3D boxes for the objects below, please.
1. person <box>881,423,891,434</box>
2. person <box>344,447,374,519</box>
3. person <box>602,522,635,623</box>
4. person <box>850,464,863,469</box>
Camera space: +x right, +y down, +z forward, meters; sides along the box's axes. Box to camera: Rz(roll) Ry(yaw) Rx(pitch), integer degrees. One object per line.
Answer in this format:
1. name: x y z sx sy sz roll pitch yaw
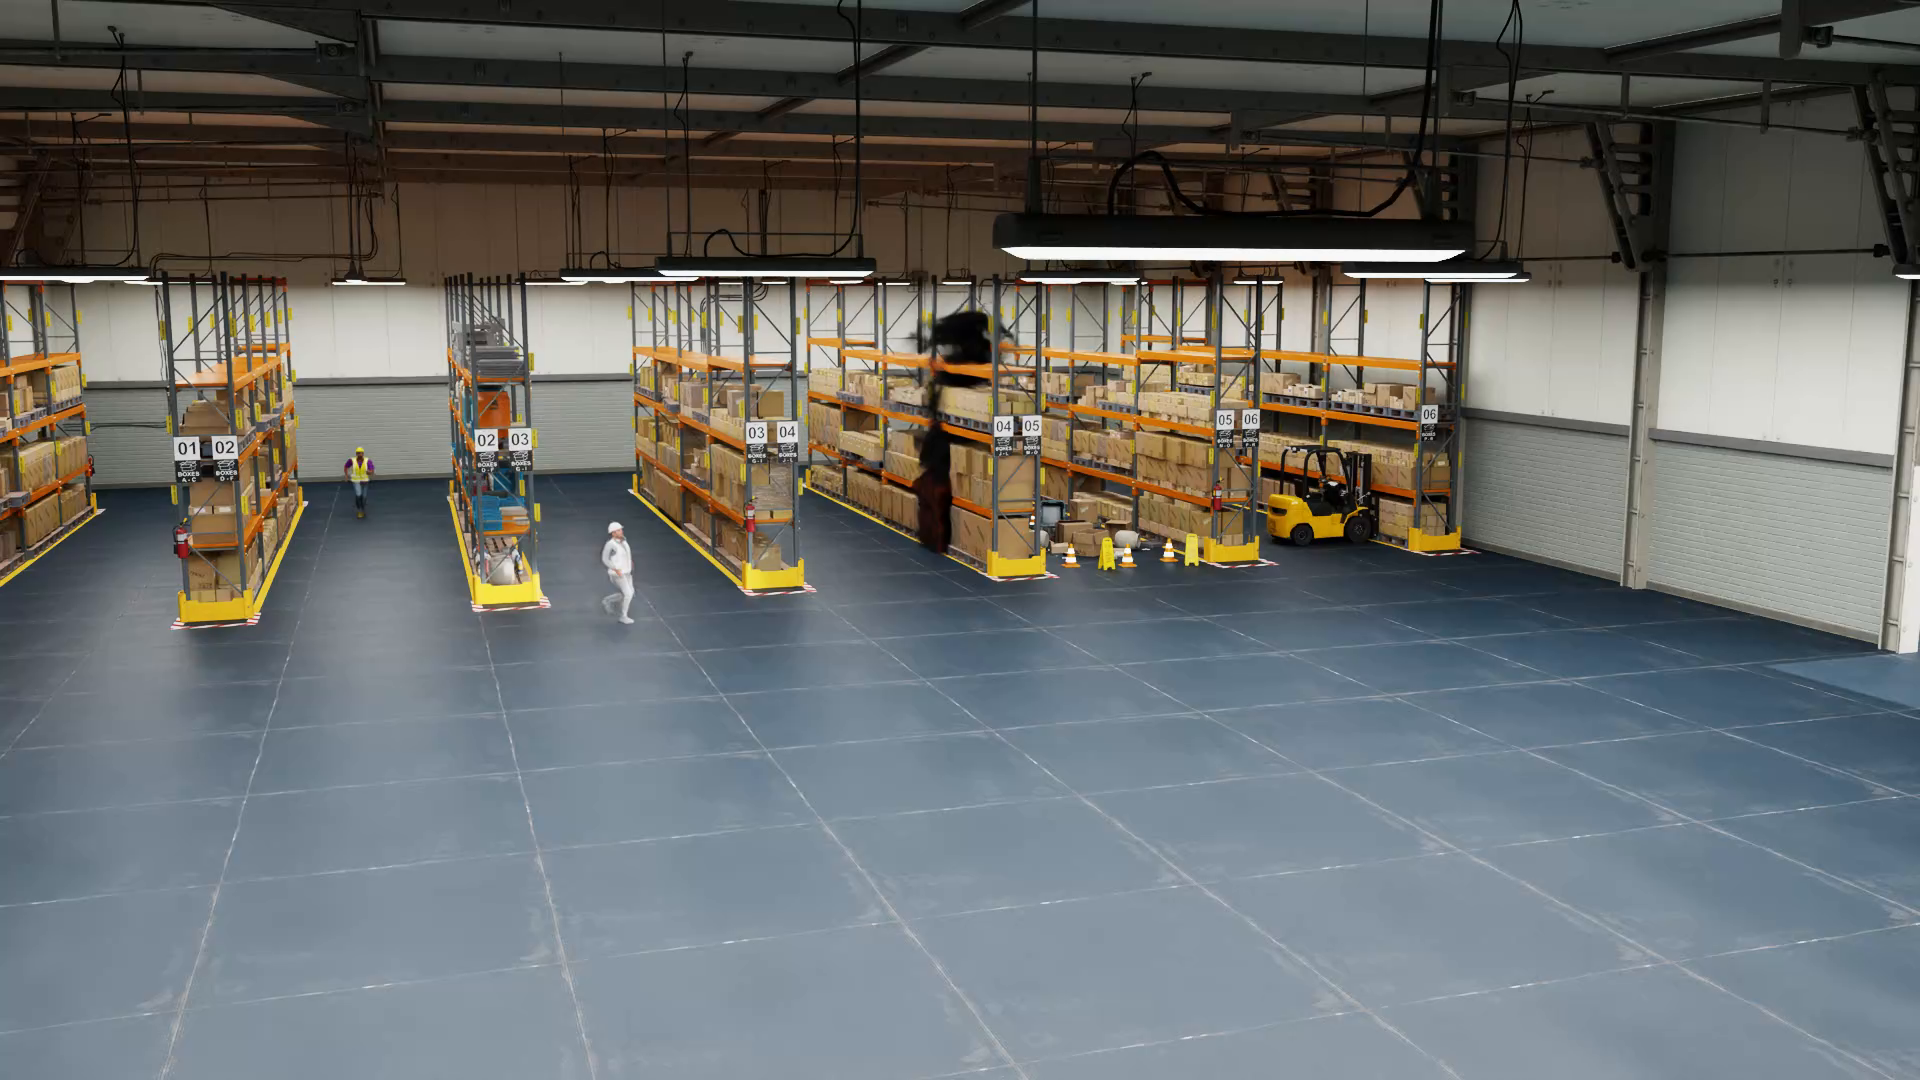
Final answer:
1. person: -2.343 -2.880 51.535 0.862 1.716 0.556 -6 11 -36
2. person: -15.036 -1.427 41.715 0.668 1.809 0.829 -5 10 -30
3. person: -5.923 0.558 28.708 0.625 1.750 0.659 3 9 19
4. person: -3.100 -2.650 49.951 0.742 1.754 0.560 -4 9 -23
